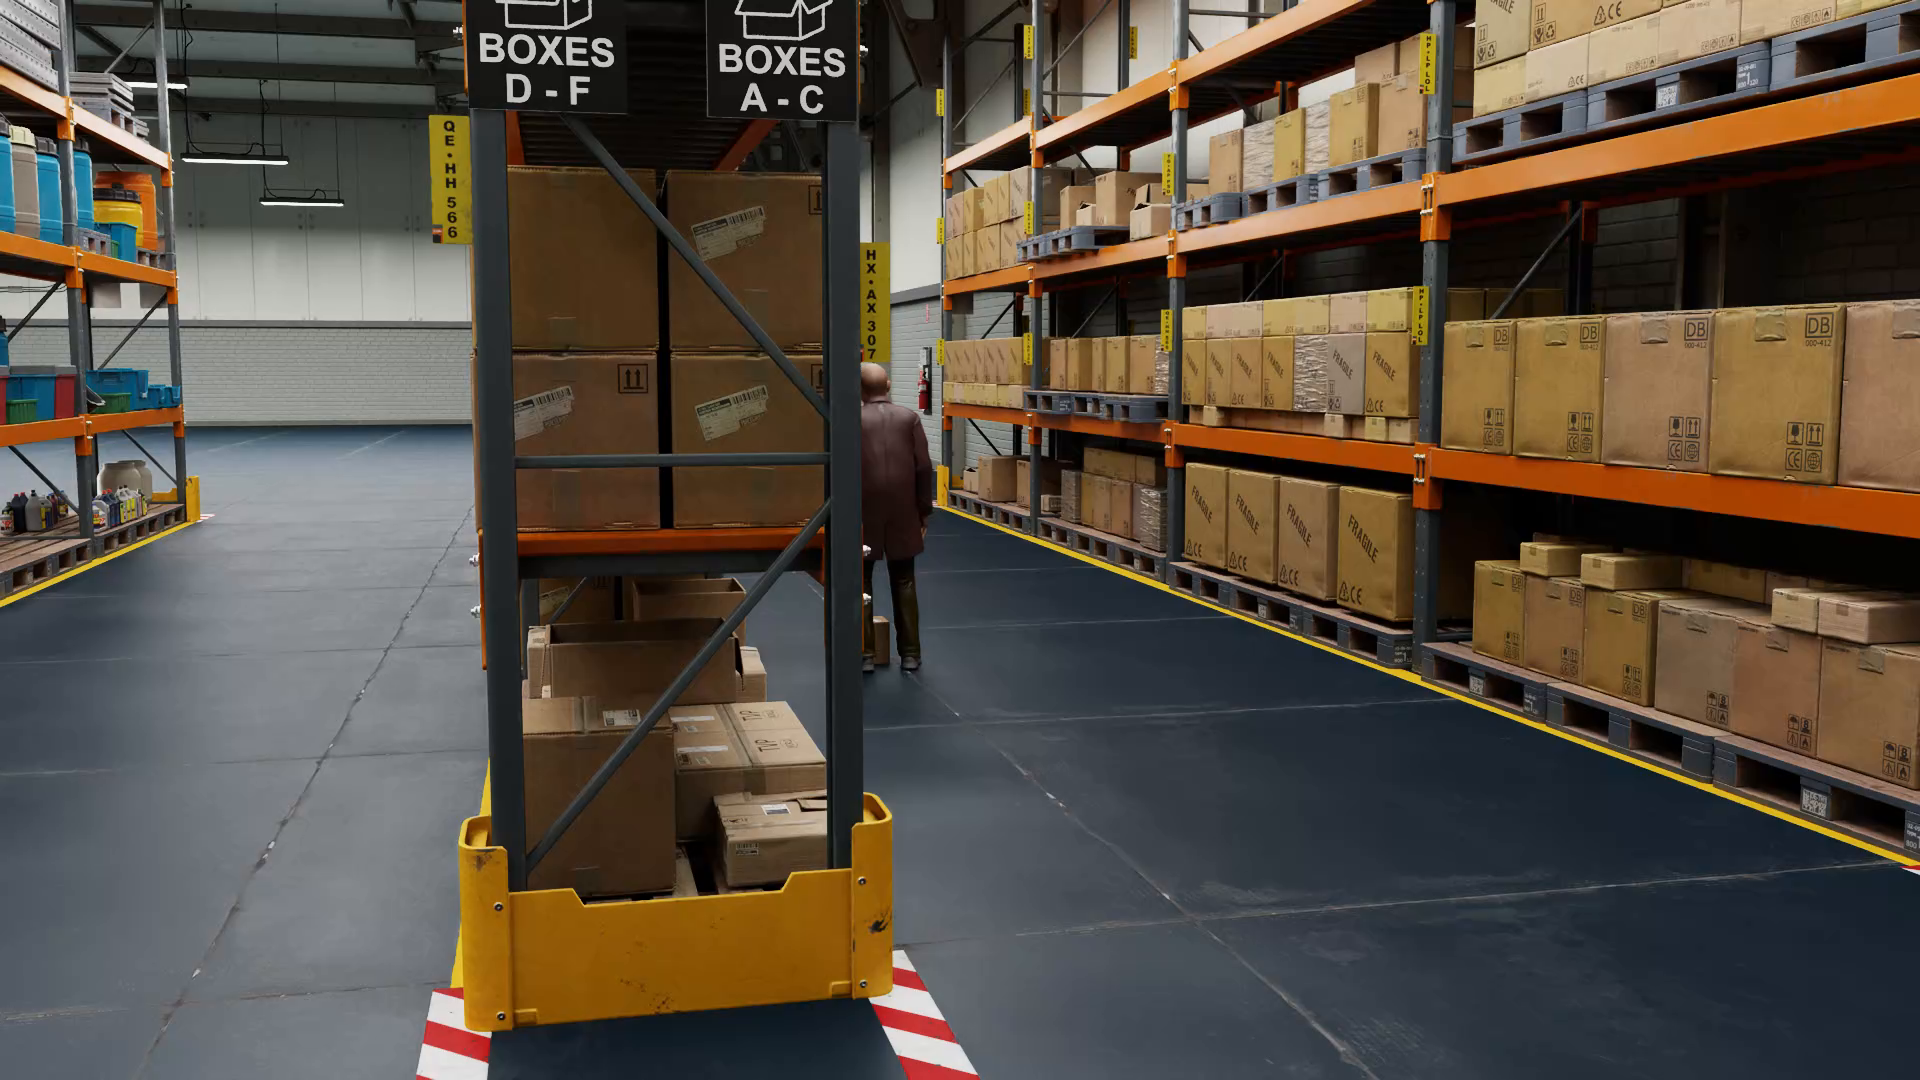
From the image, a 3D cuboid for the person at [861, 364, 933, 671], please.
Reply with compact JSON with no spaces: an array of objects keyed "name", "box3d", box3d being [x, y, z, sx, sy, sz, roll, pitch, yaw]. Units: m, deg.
[{"name":"person","box3d":[-0.470,-0.134,9.659,0.642,1.773,0.428,-2,6,-16]}]
